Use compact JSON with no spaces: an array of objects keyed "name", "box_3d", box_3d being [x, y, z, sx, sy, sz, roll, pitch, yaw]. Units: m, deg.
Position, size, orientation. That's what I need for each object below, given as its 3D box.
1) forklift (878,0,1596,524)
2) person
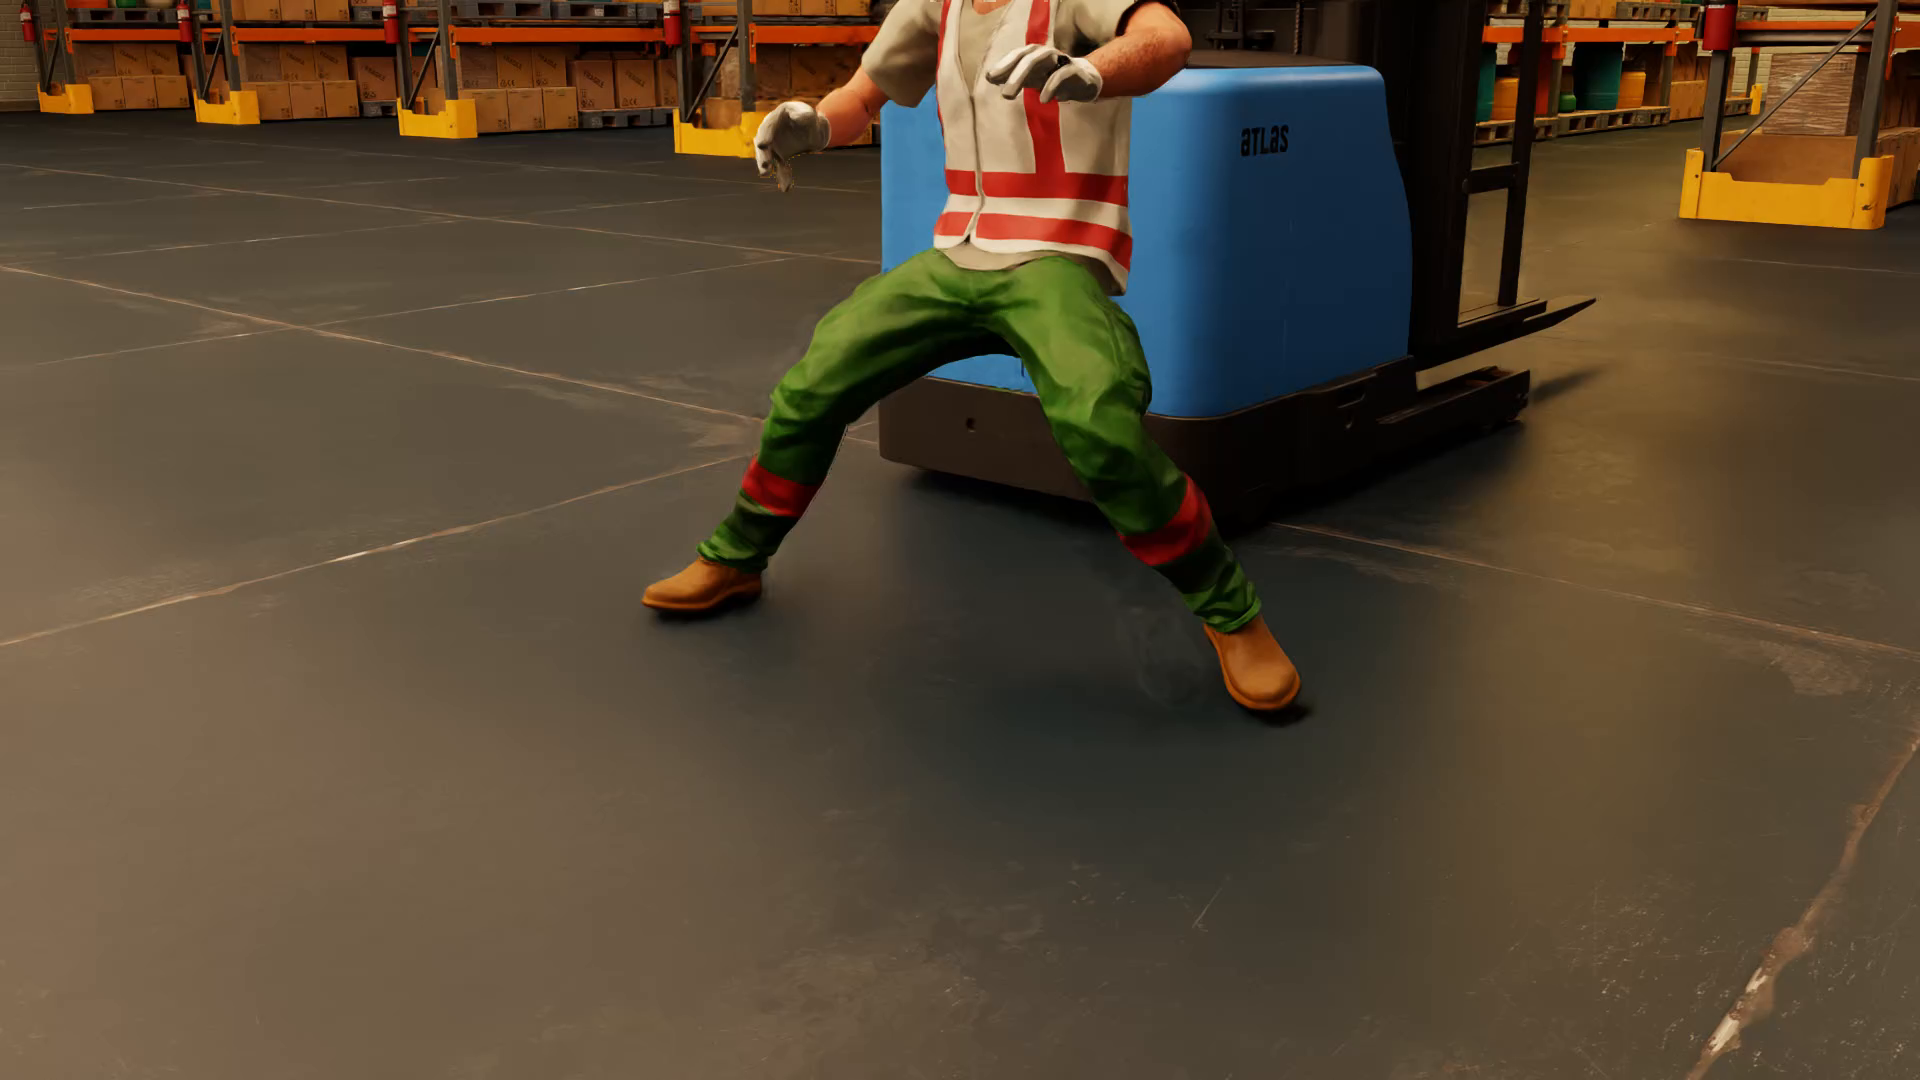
[{"name":"forklift","box_3d":[1.110,-1.801,4.830,1.130,2.935,3.031,14,22,38]},{"name":"person","box_3d":[-0.002,-0.521,2.989,0.729,1.540,1.266,-14,22,-39]}]
